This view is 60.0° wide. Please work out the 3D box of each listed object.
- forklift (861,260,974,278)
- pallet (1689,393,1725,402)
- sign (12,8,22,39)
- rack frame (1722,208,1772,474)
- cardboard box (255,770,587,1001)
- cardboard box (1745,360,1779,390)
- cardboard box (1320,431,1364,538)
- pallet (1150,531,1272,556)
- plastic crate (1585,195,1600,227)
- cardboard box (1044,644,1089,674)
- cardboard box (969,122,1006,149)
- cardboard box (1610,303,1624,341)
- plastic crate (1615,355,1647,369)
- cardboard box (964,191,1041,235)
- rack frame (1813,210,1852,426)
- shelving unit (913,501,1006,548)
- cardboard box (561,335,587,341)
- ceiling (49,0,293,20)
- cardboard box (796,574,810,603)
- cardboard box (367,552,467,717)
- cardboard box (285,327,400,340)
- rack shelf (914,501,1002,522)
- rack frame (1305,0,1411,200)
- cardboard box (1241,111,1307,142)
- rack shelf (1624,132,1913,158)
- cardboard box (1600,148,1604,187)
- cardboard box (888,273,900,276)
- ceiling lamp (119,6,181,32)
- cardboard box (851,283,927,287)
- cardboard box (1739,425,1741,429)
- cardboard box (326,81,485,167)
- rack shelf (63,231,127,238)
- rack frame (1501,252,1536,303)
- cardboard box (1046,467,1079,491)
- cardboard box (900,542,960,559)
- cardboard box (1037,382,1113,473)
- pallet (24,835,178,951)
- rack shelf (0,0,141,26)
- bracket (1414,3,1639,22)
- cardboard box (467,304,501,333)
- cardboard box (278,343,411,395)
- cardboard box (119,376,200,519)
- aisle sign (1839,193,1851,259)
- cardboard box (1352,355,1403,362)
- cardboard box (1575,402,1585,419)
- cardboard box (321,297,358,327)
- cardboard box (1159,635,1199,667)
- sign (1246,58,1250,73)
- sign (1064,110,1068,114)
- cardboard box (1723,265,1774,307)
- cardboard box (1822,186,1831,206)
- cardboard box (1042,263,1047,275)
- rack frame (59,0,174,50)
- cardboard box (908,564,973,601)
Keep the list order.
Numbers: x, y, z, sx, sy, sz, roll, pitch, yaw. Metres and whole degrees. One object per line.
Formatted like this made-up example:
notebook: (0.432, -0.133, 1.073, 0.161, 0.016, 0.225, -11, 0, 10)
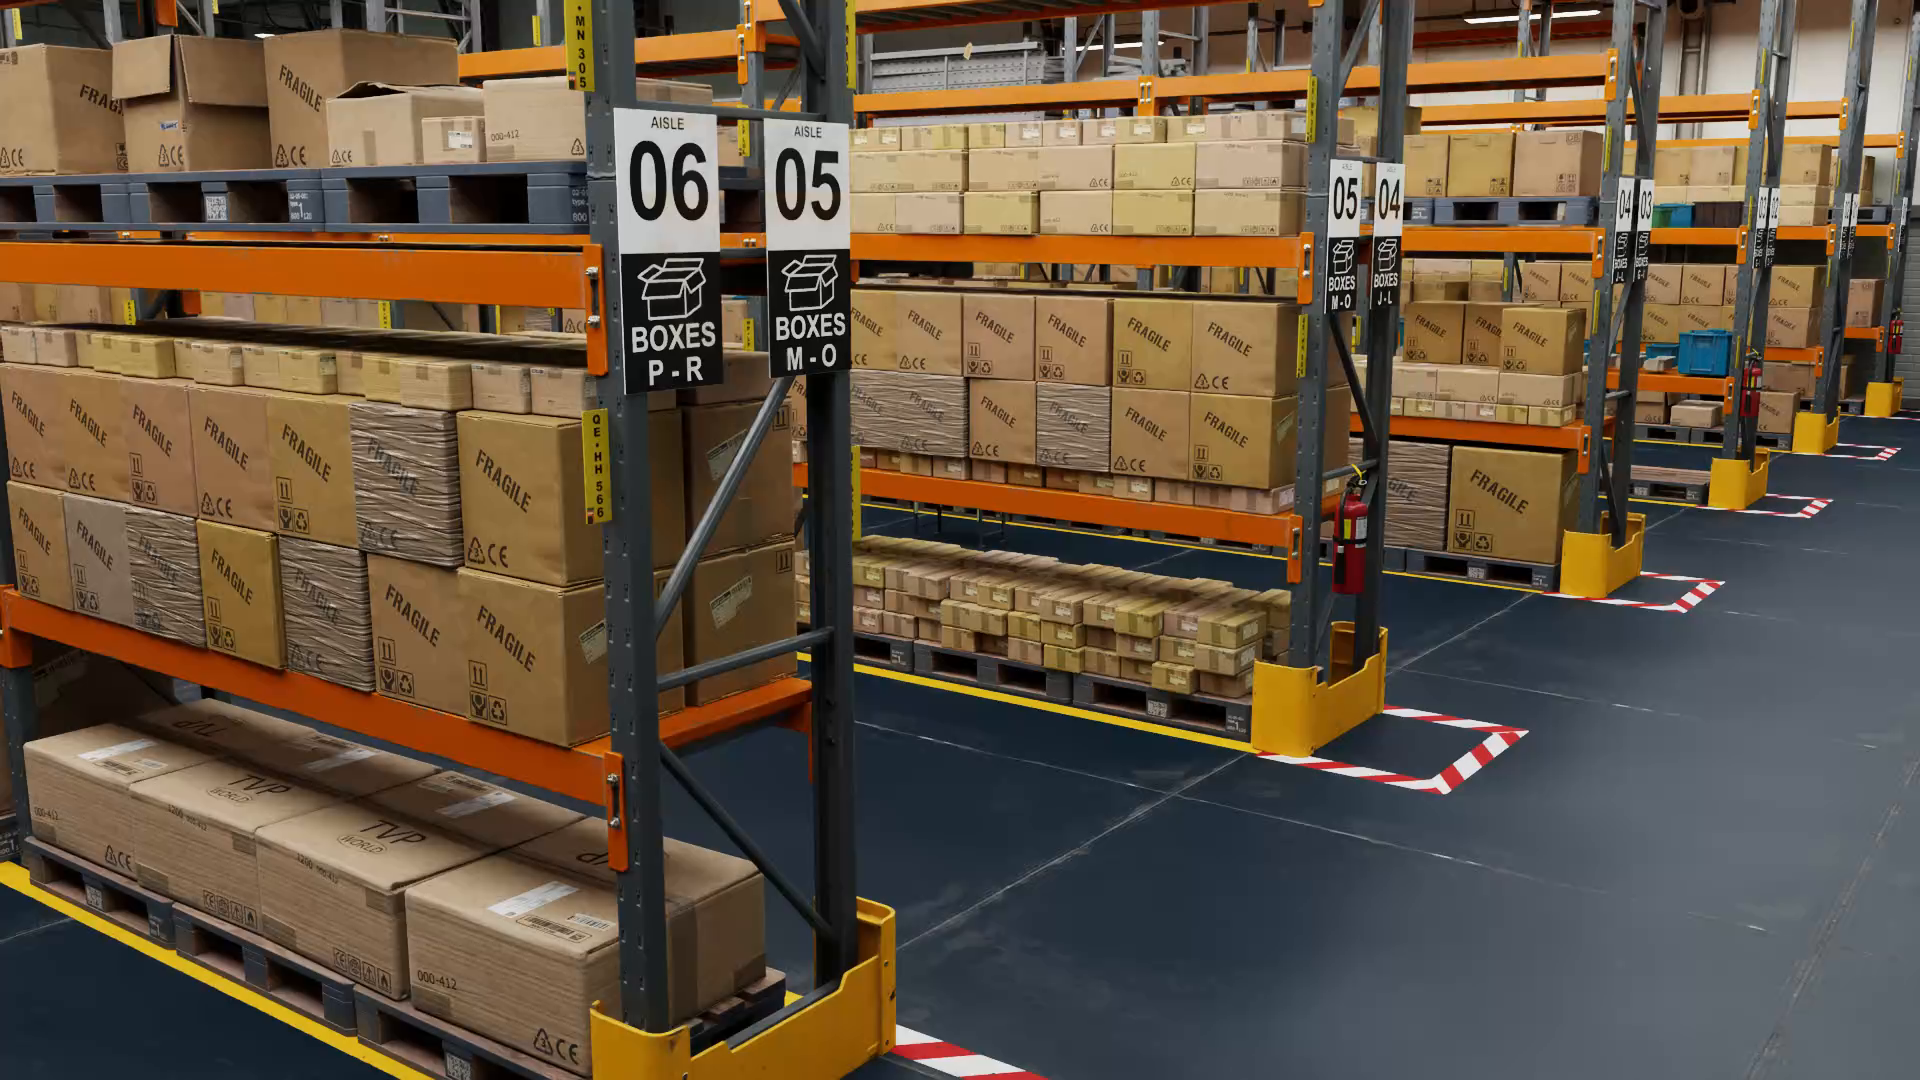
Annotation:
forklift: (-0.639, -2.121, 18.498, 3.031, 2.935, 1.130, -3, 11, -15)
pallet: (12.286, -2.246, 26.302, 1.213, 0.211, 1.003, 8, 13, 36)
sign: (-10.421, -5.700, 18.352, 0.005, 0.325, 0.100, 8, 13, 36)
rack frame: (8.092, -1.883, 17.085, 0.127, 3.000, 1.000, 8, 13, 36)
cardboard box: (-2.040, 1.284, 6.356, 0.875, 0.438, 0.875, 8, 14, 37)
cardboard box: (12.523, -2.554, 26.032, 0.500, 0.500, 0.700, 7, 13, 34)
cardboard box: (3.146, -0.550, 14.682, 0.875, 0.875, 0.875, 8, 13, 36)
pallet: (2.503, -0.108, 15.251, 1.213, 0.211, 1.003, 8, 13, 36)
plastic crate: (7.023, -3.539, 17.911, 0.767, 0.338, 0.504, 8, 13, 36)
cardboard box: (0.716, 0.689, 10.194, 0.250, 0.149, 0.380, 7, 13, 33)
cardboard box: (0.259, -2.414, 9.963, 0.250, 0.149, 0.380, 7, 13, 34)
cardboard box: (8.869, -2.927, 22.218, 0.500, 0.500, 0.500, 8, 13, 35)
plastic crate: (7.102, -1.882, 17.615, 0.243, 0.136, 0.396, 8, 13, 36)
cardboard box: (0.372, -1.957, 9.966, 0.500, 0.250, 0.500, 9, 14, 38)
rack frame: (11.027, -2.641, 21.002, 0.127, 3.000, 1.000, 8, 13, 36)
shelving unit: (-0.005, -0.737, 15.111, 0.755, 1.500, 0.431, 8, 13, 36)
cardboard box: (-3.009, -1.578, 13.501, 0.250, 0.149, 0.380, 8, 14, 37)
ceiling: (-22.738, -15.806, 49.566, 6.000, 0.001, 6.000, 8, 13, 36)
cardboard box: (-0.979, 0.311, 11.362, 0.250, 0.149, 0.380, 9, 14, 38)
cardboard box: (-1.647, 0.271, 5.688, 0.500, 0.500, 0.500, 8, 13, 34)
cardboard box: (-2.500, -0.776, 6.762, 0.250, 0.149, 0.380, 8, 13, 34)
rack shelf: (-0.005, -0.417, 15.173, 0.720, 0.370, 0.431, 8, 13, 36)
rack frame: (2.143, -3.322, 8.729, 0.127, 3.000, 1.000, 8, 13, 36)
cardboard box: (1.701, -2.209, 8.904, 0.250, 0.149, 0.380, 8, 13, 35)
rack shelf: (12.344, -6.020, 25.623, 4.000, 0.370, 1.077, 8, 13, 36)
cardboard box: (8.536, -4.976, 22.282, 0.500, 0.500, 0.700, 8, 13, 36)
cardboard box: (-1.064, -4.644, 29.385, 0.250, 0.149, 0.380, 8, 13, 35)
ceiling lamp: (-21.866, -13.242, 44.639, 0.800, 3.185, 2.000, 8, 13, 36)
cardboard box: (-0.542, -1.501, 11.432, 0.500, 0.500, 0.500, 7, 13, 34)
cardboard box: (10.169, -1.548, 21.657, 0.250, 0.166, 0.380, 8, 13, 36)
cardboard box: (-1.883, -1.468, 5.907, 0.500, 0.311, 0.500, 8, 14, 37)
rack shelf: (-9.141, -3.070, 17.218, 4.000, 0.370, 1.077, 8, 13, 36)
rack frame: (7.803, -3.090, 23.327, 0.127, 3.000, 1.000, 8, 13, 36)
cardboard box: (0.727, -0.405, 10.107, 0.250, 0.149, 0.380, 7, 13, 33)
cardboard box: (-0.206, 0.125, 11.541, 0.250, 0.149, 0.380, 8, 13, 35)
cardboard box: (0.802, -0.697, 9.909, 0.500, 0.500, 0.500, 8, 14, 36)
pallet: (-3.363, 1.409, 7.409, 1.213, 0.211, 1.003, 8, 13, 36)
rack shelf: (-5.542, -2.678, 8.347, 4.000, 0.370, 1.077, 8, 13, 36)
bracket: (9.173, -8.899, 28.082, 4.783, 0.066, 0.076, 8, 13, 36)
cardboard box: (-5.683, -2.831, 20.941, 0.500, 0.500, 0.875, 8, 13, 36)
cardboard box: (-2.175, -0.611, 5.905, 0.250, 0.149, 0.380, 8, 14, 37)
cardboard box: (-2.880, -0.389, 6.470, 0.500, 0.500, 0.500, 8, 14, 37)
aisle sign: (10.900, -3.862, 20.473, 0.004, 0.787, 0.394, 8, 13, 36)
cardboard box: (3.684, -1.465, 14.535, 0.500, 0.250, 0.500, 8, 13, 34)
cardboard box: (5.069, -1.092, 13.657, 0.250, 0.149, 0.380, 8, 14, 36)
cardboard box: (-5.070, -1.925, 14.405, 0.500, 0.500, 0.700, 8, 13, 35)
cardboard box: (1.370, 0.618, 9.777, 0.250, 0.149, 0.380, 8, 13, 34)
sign: (4.253, -6.936, 24.537, 0.005, 0.325, 0.100, 8, 13, 36)
sign: (1.324, -5.484, 20.755, 0.005, 0.325, 0.100, 8, 13, 36)
cardboard box: (10.097, -3.245, 21.232, 0.500, 0.500, 0.500, 8, 14, 37)
cardboard box: (10.767, -4.383, 21.189, 0.500, 0.250, 0.500, 8, 13, 36)
cardboard box: (1.659, -5.346, 33.353, 0.500, 0.500, 0.500, 8, 14, 36)
rack frame: (-3.930, -3.002, 7.078, 0.127, 3.000, 1.000, 8, 13, 36)
cardboard box: (-0.126, 0.273, 10.773, 0.250, 0.149, 0.380, 8, 14, 37)
